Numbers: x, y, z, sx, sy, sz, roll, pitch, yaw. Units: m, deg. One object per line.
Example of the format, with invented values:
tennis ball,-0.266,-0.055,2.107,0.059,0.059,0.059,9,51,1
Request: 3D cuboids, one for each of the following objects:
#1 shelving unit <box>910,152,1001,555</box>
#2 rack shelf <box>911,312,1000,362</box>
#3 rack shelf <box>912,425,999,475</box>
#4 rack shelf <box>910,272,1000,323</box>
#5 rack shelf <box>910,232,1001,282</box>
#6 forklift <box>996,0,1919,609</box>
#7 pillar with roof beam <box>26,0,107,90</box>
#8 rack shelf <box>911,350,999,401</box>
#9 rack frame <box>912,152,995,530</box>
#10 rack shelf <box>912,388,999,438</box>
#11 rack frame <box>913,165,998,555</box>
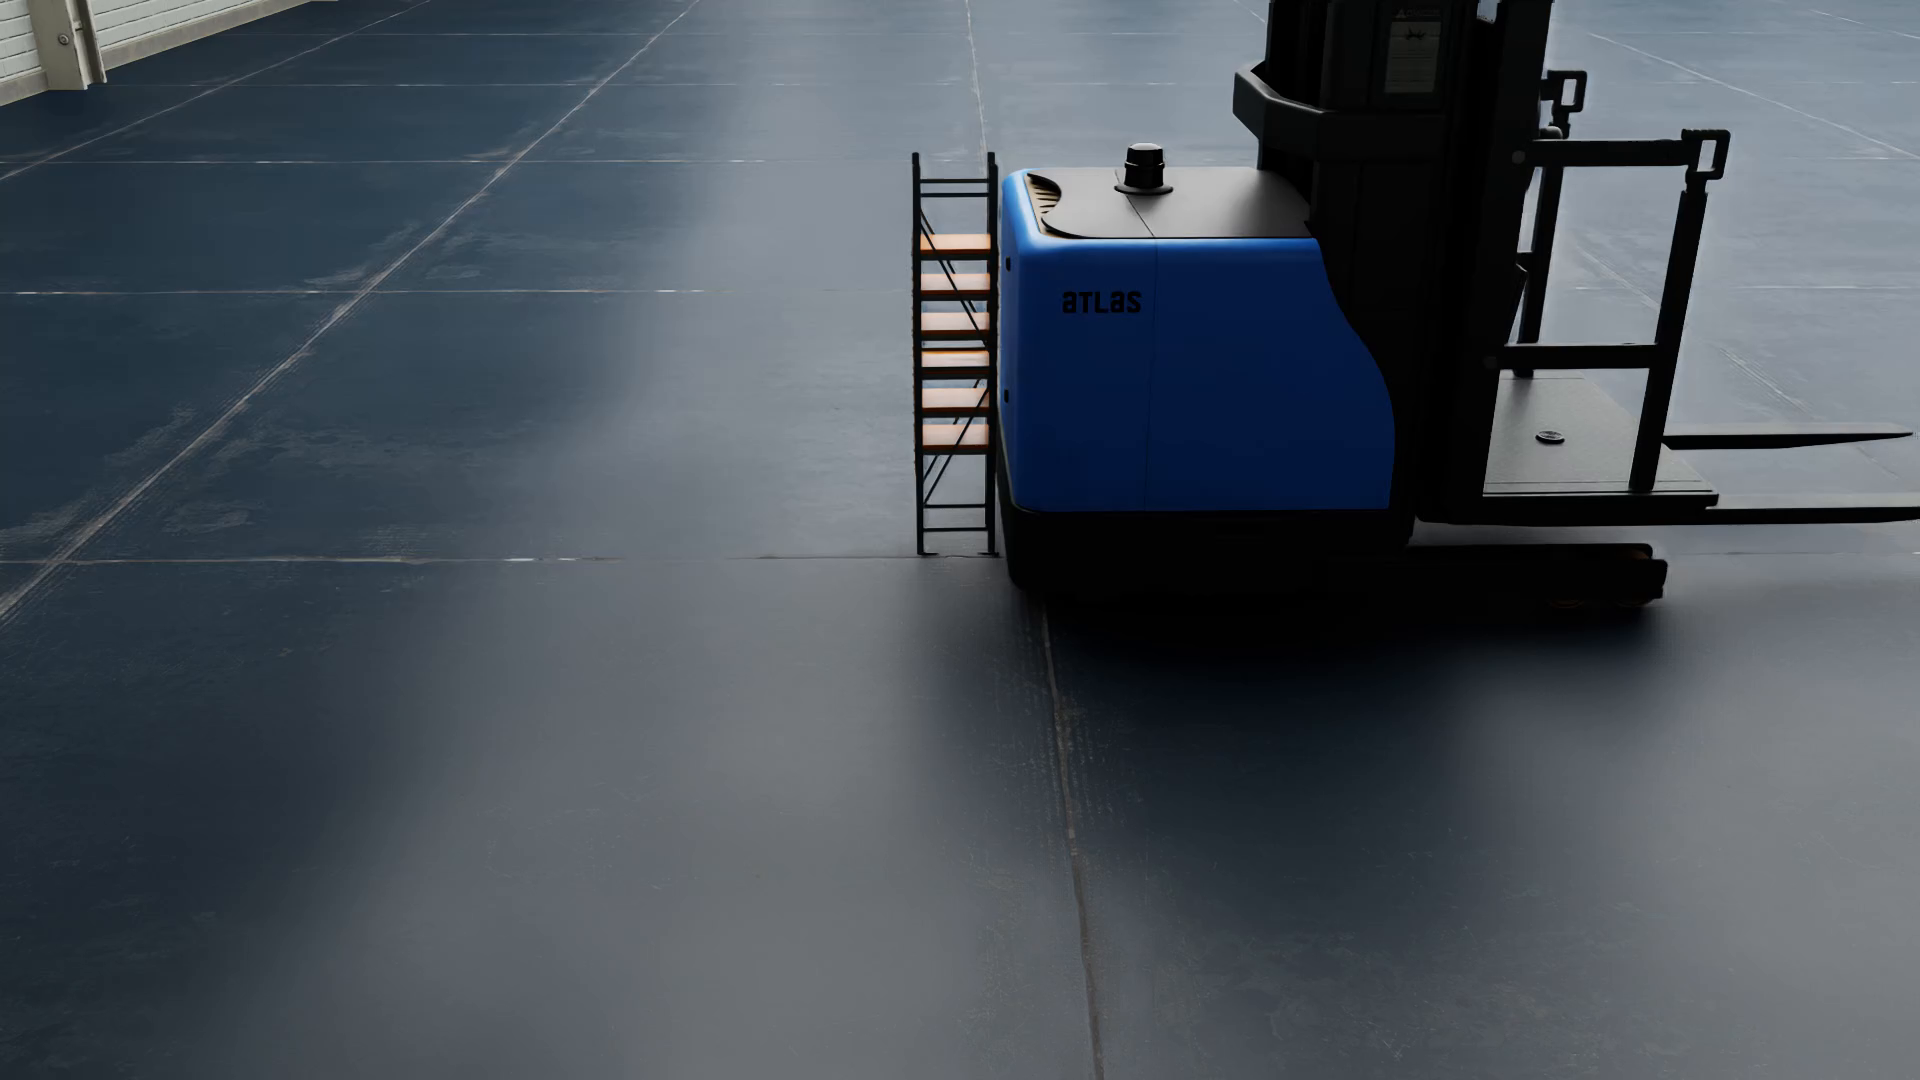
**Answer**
shelving unit,-0.016,-0.541,4.990,0.258,1.200,0.189,-1,24,-2
rack shelf,-0.016,-0.610,4.958,0.258,0.103,0.180,-1,24,-2
rack shelf,-0.016,-0.282,5.107,0.258,0.103,0.180,-1,24,-2
rack shelf,-0.016,-0.719,4.909,0.258,0.103,0.180,-1,24,-2
rack shelf,-0.016,-0.828,4.860,0.258,0.103,0.180,-1,24,-2
forklift,1.646,-1.355,4.689,3.031,2.935,1.130,-1,24,-2
pillar with roof beam,-2.741,-7.743,11.451,9.100,9.000,0.400,0,24,-1
rack shelf,-0.016,-0.500,5.008,0.258,0.103,0.180,-1,24,-2
rack frame,-0.019,-0.578,5.073,0.240,1.200,0.006,-1,24,-2
rack shelf,-0.016,-0.391,5.057,0.258,0.103,0.180,-1,24,-2
rack frame,-0.013,-0.503,4.906,0.240,1.200,0.006,-1,24,-2
